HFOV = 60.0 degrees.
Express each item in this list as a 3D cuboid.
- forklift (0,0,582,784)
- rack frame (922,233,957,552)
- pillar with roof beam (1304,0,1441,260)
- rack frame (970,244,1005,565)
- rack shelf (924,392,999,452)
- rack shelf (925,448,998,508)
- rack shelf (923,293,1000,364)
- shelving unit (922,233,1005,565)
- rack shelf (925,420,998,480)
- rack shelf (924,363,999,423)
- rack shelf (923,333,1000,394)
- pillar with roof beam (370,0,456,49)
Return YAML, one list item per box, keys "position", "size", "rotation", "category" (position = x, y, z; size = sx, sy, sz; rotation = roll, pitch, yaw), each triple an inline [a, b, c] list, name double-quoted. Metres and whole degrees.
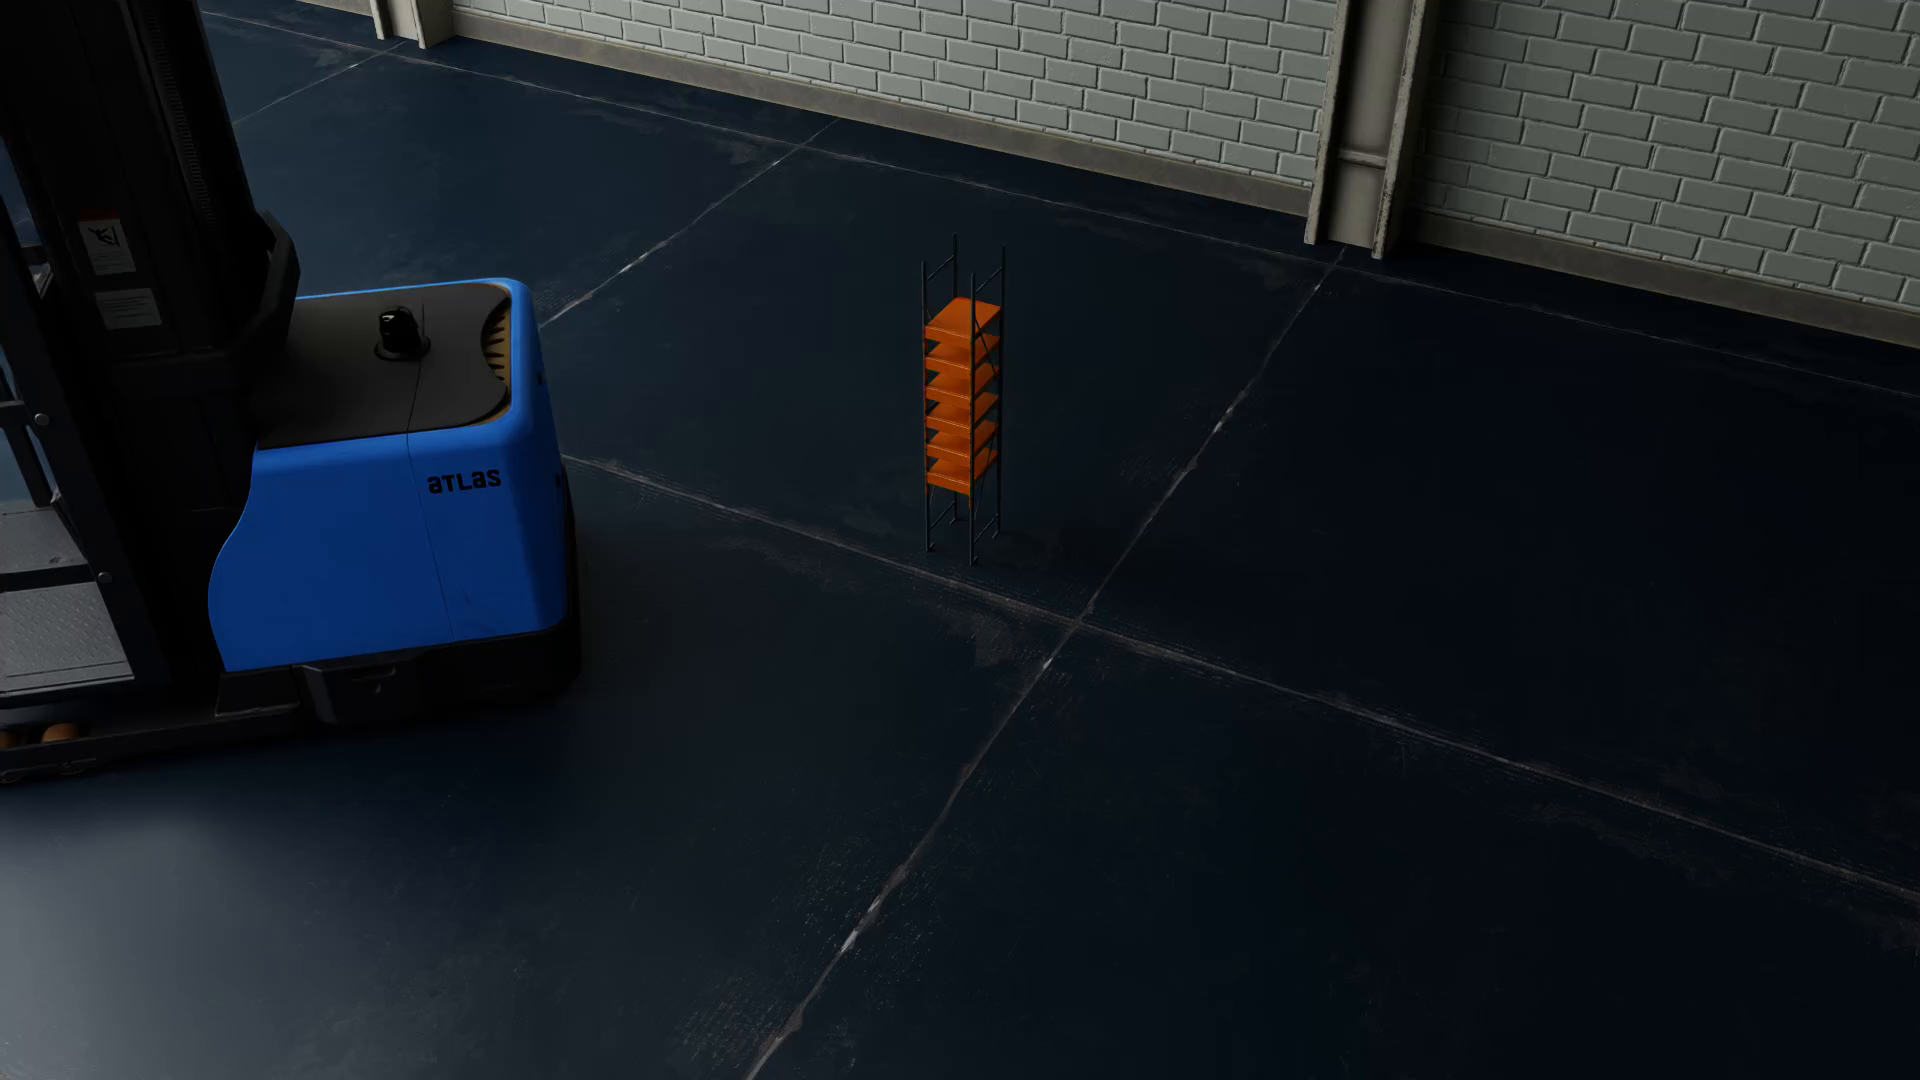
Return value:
- position: [-2.839, -0.750, 4.814]
  size: [3.031, 2.935, 1.130]
  rotation: [-7, 38, -10]
  category: "forklift"
- position: [-0.068, -0.499, 5.915]
  size: [0.006, 1.200, 0.240]
  rotation: [17, 41, 21]
  category: "rack frame"
- position: [-0.043, -2.763, 2.448]
  size: [0.400, 9.000, 9.100]
  rotation: [17, 41, 21]
  category: "pillar with roof beam"
- position: [0.094, -0.448, 5.848]
  size: [0.006, 1.200, 0.240]
  rotation: [17, 41, 21]
  category: "rack frame"
- position: [0.013, -0.438, 5.909]
  size: [0.180, 0.103, 0.258]
  rotation: [17, 41, 21]
  category: "rack shelf"
- position: [0.013, -0.247, 6.054]
  size: [0.180, 0.103, 0.258]
  rotation: [17, 41, 21]
  category: "rack shelf"
- position: [0.013, -0.725, 5.691]
  size: [0.180, 0.103, 0.258]
  rotation: [17, 41, 21]
  category: "rack shelf"
- position: [0.013, -0.474, 5.882]
  size: [0.189, 1.200, 0.258]
  rotation: [17, 41, 21]
  category: "shelving unit"
- position: [0.013, -0.343, 5.981]
  size: [0.180, 0.103, 0.258]
  rotation: [17, 41, 21]
  category: "rack shelf"
- position: [0.013, -0.534, 5.836]
  size: [0.180, 0.103, 0.258]
  rotation: [17, 41, 21]
  category: "rack shelf"
- position: [0.013, -0.630, 5.764]
  size: [0.180, 0.103, 0.258]
  rotation: [17, 41, 21]
  category: "rack shelf"
- position: [-5.371, -4.432, 4.646]
  size: [0.400, 9.000, 9.100]
  rotation: [17, 41, 21]
  category: "pillar with roof beam"
